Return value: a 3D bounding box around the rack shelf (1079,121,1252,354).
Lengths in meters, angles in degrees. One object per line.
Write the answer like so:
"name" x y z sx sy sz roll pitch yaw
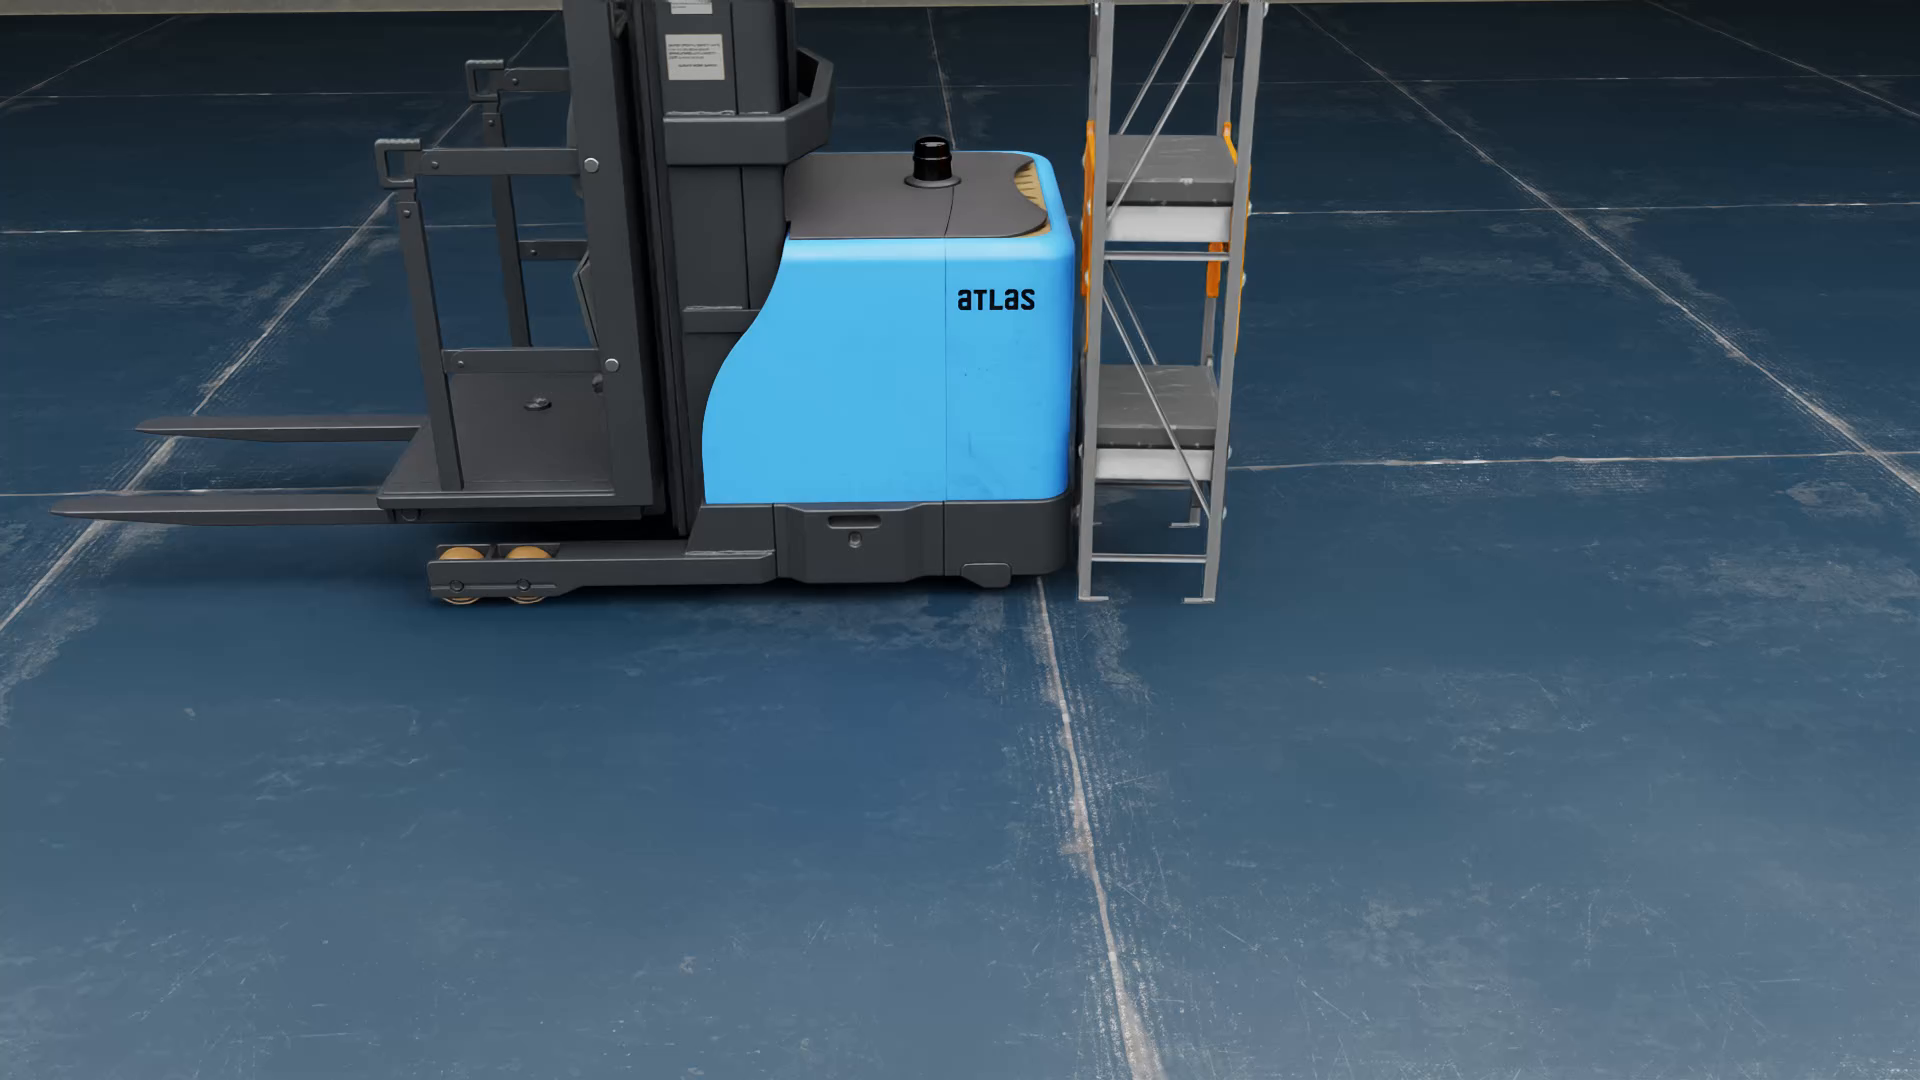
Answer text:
"rack shelf" 0.557 -0.850 4.639 0.431 0.518 0.480 1 28 2

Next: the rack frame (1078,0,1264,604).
"rack frame" 0.549 -0.749 4.416 0.400 2.100 0.015 1 28 2

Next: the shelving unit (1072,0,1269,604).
"shelving unit" 0.557 -0.862 4.632 0.431 2.100 0.503 1 28 2

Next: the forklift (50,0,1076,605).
"forklift" -1.197 -1.358 4.684 3.031 2.935 1.130 -1 28 -1

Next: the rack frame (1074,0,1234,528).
"rack frame" 0.566 -0.975 4.849 0.400 2.100 0.015 1 28 2

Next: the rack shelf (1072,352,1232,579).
"rack shelf" 0.557 -0.229 4.963 0.431 0.518 0.480 1 28 2

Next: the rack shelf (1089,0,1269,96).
"rack shelf" 0.557 -1.471 4.315 0.431 0.518 0.480 1 28 2
